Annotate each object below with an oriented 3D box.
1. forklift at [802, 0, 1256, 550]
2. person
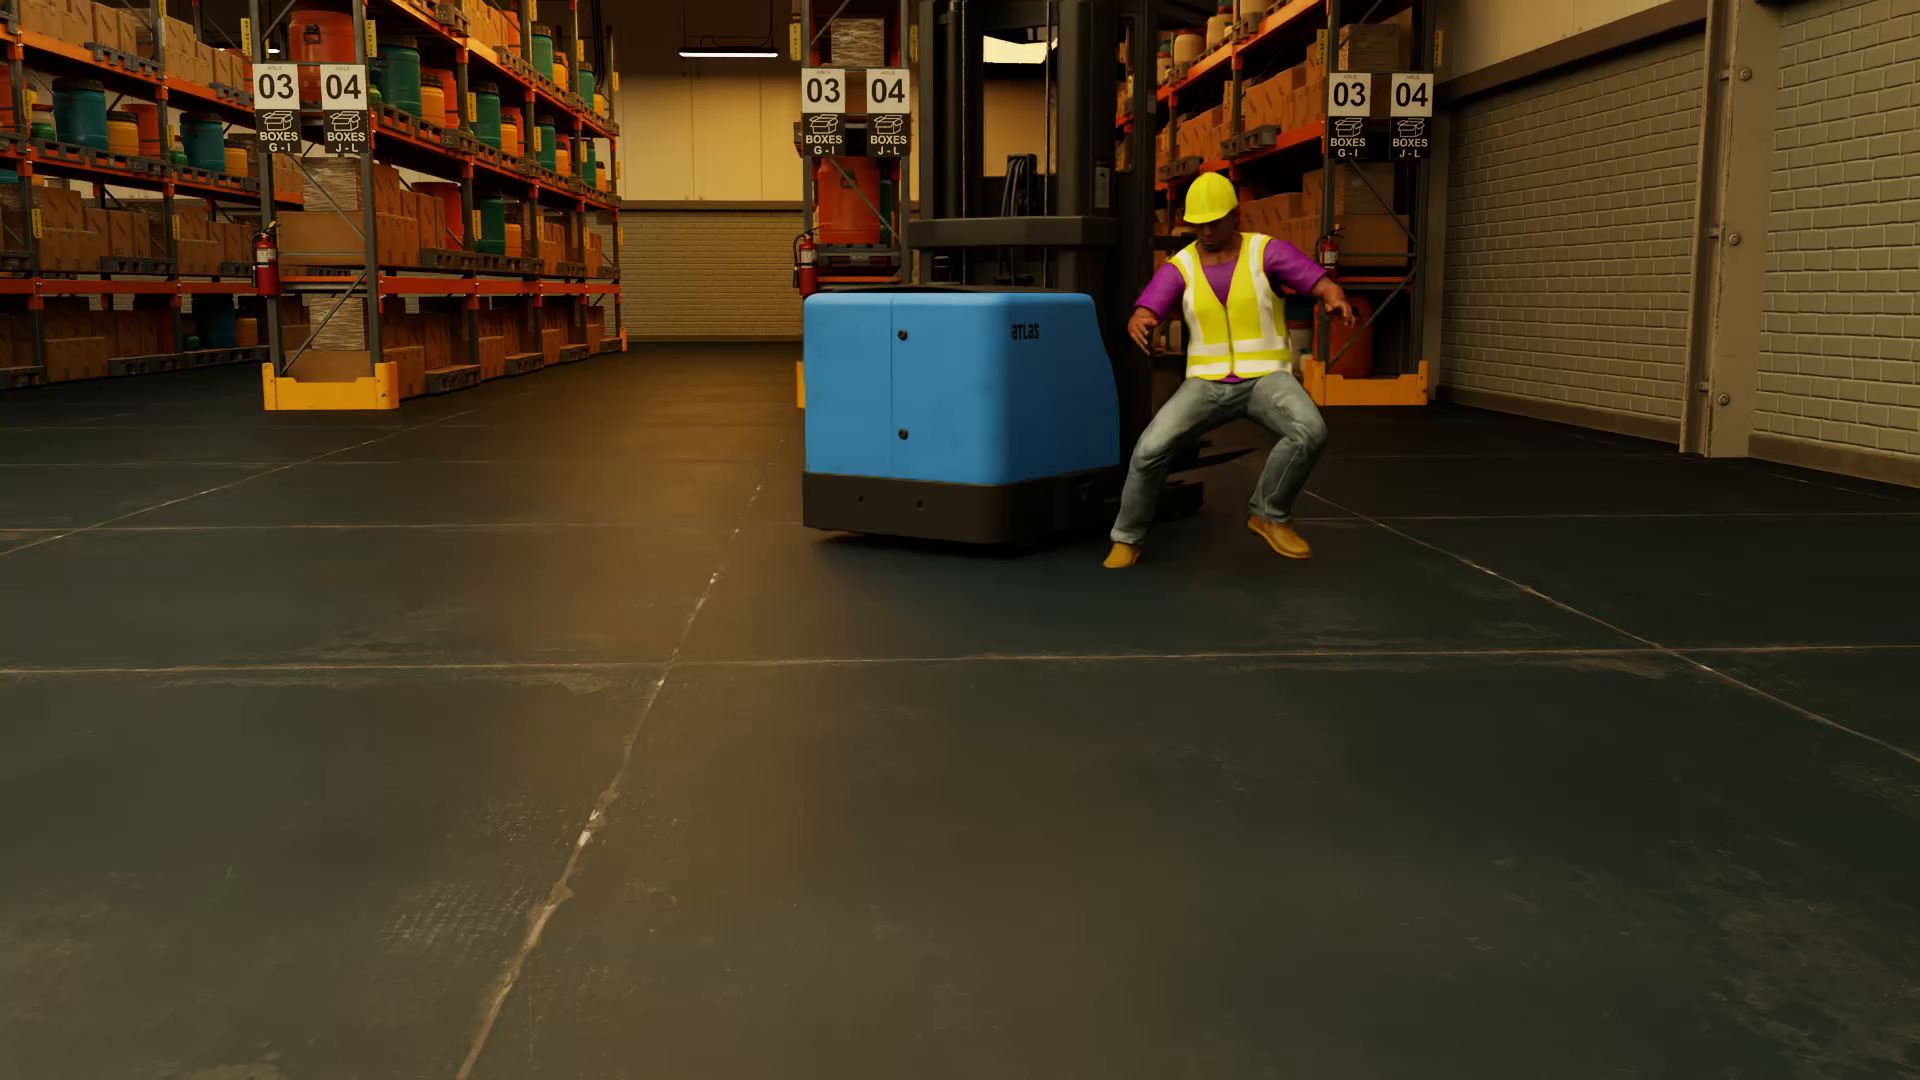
[{"bbox_3d":[0.542,-1.583,7.995,1.130,2.935,3.031,5,10,33],"label":"forklift"},{"bbox_3d":[1.042,-0.637,6.445,0.971,1.569,0.796,3,9,18],"label":"person"}]
